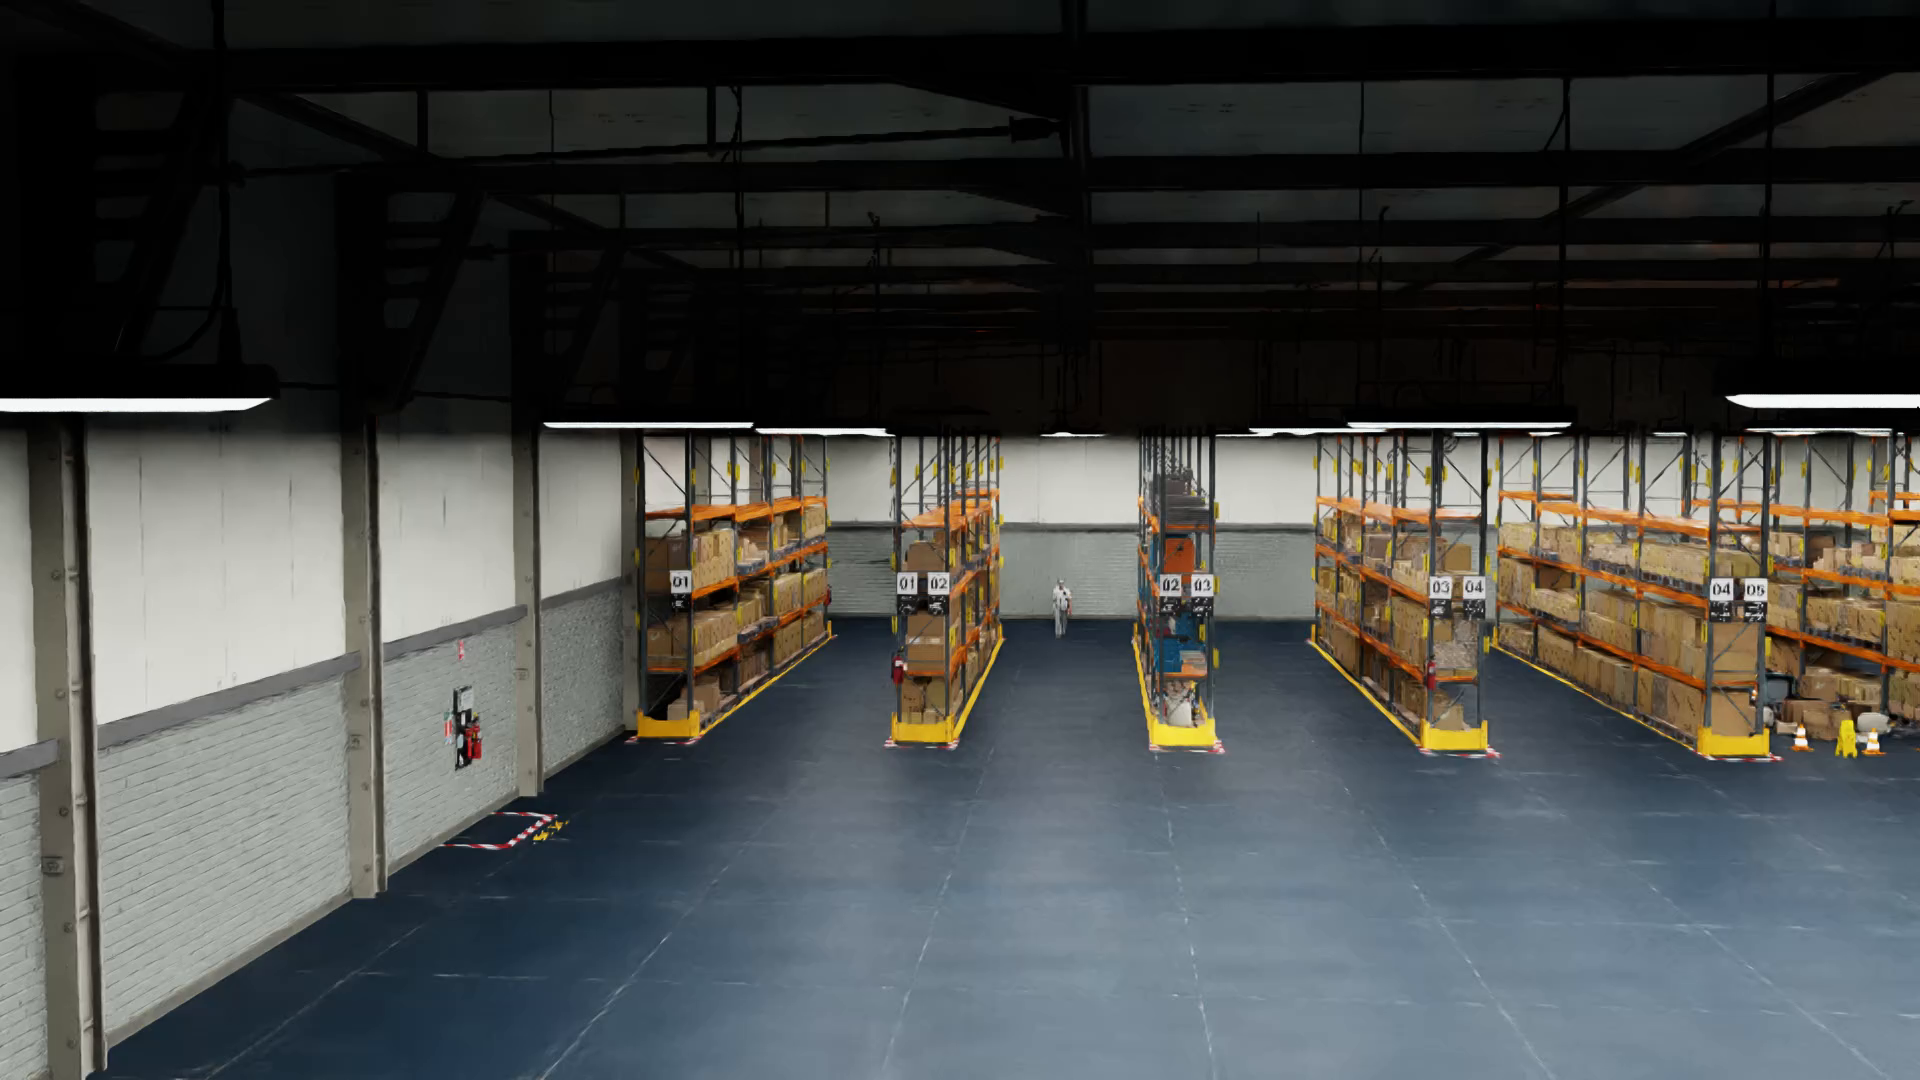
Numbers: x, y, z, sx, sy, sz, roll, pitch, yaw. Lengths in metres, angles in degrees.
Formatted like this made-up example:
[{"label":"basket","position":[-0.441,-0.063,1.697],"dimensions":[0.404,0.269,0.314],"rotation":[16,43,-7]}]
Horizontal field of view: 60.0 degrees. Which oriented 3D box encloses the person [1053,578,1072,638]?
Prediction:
[{"label":"person","position":[2.941,1.946,47.926],"dimensions":[0.554,1.712,1.040],"rotation":[0,3,4]}]
